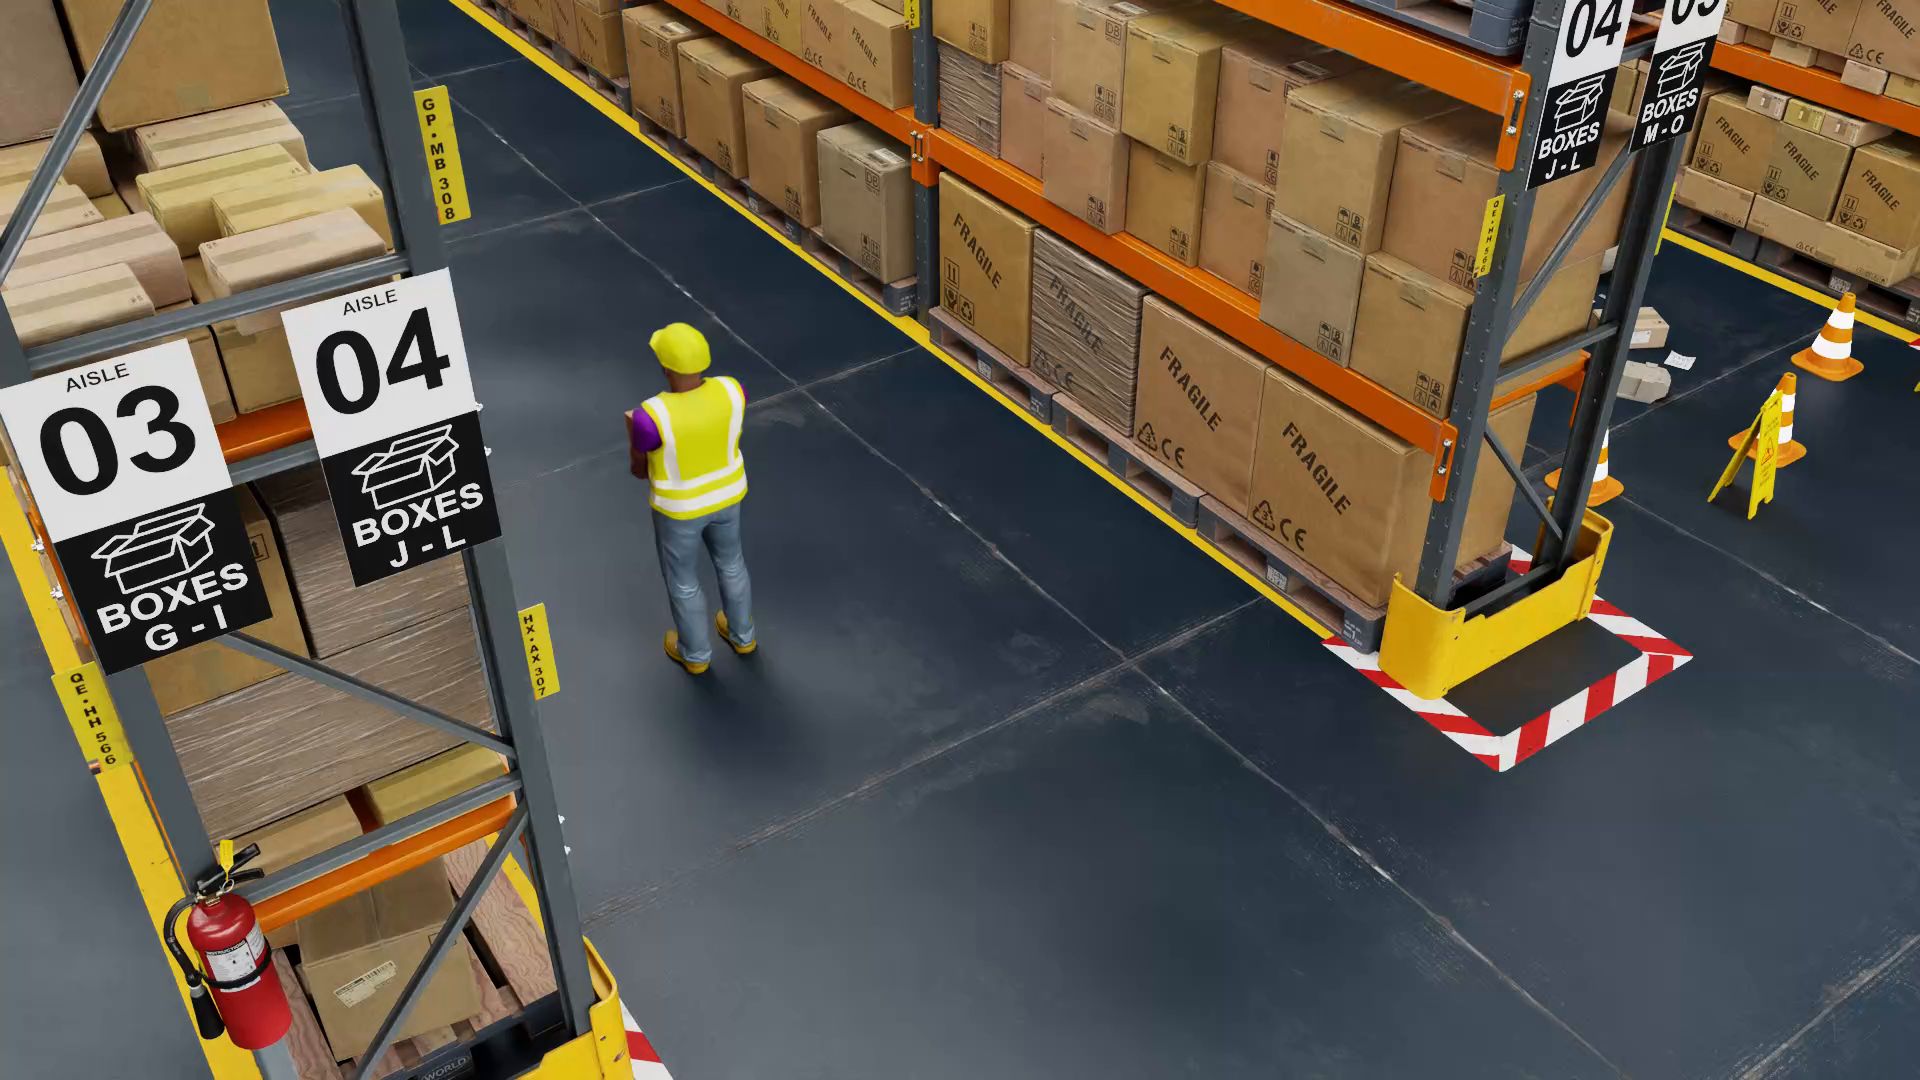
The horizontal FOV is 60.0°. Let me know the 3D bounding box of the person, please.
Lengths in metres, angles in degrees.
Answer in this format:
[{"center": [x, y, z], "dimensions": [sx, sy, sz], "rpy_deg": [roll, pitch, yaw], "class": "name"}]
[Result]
[{"center": [-1.204, -0.228, 7.300], "dimensions": [0.503, 1.760, 0.577], "rpy_deg": [-22, 42, -27], "class": "person"}]
